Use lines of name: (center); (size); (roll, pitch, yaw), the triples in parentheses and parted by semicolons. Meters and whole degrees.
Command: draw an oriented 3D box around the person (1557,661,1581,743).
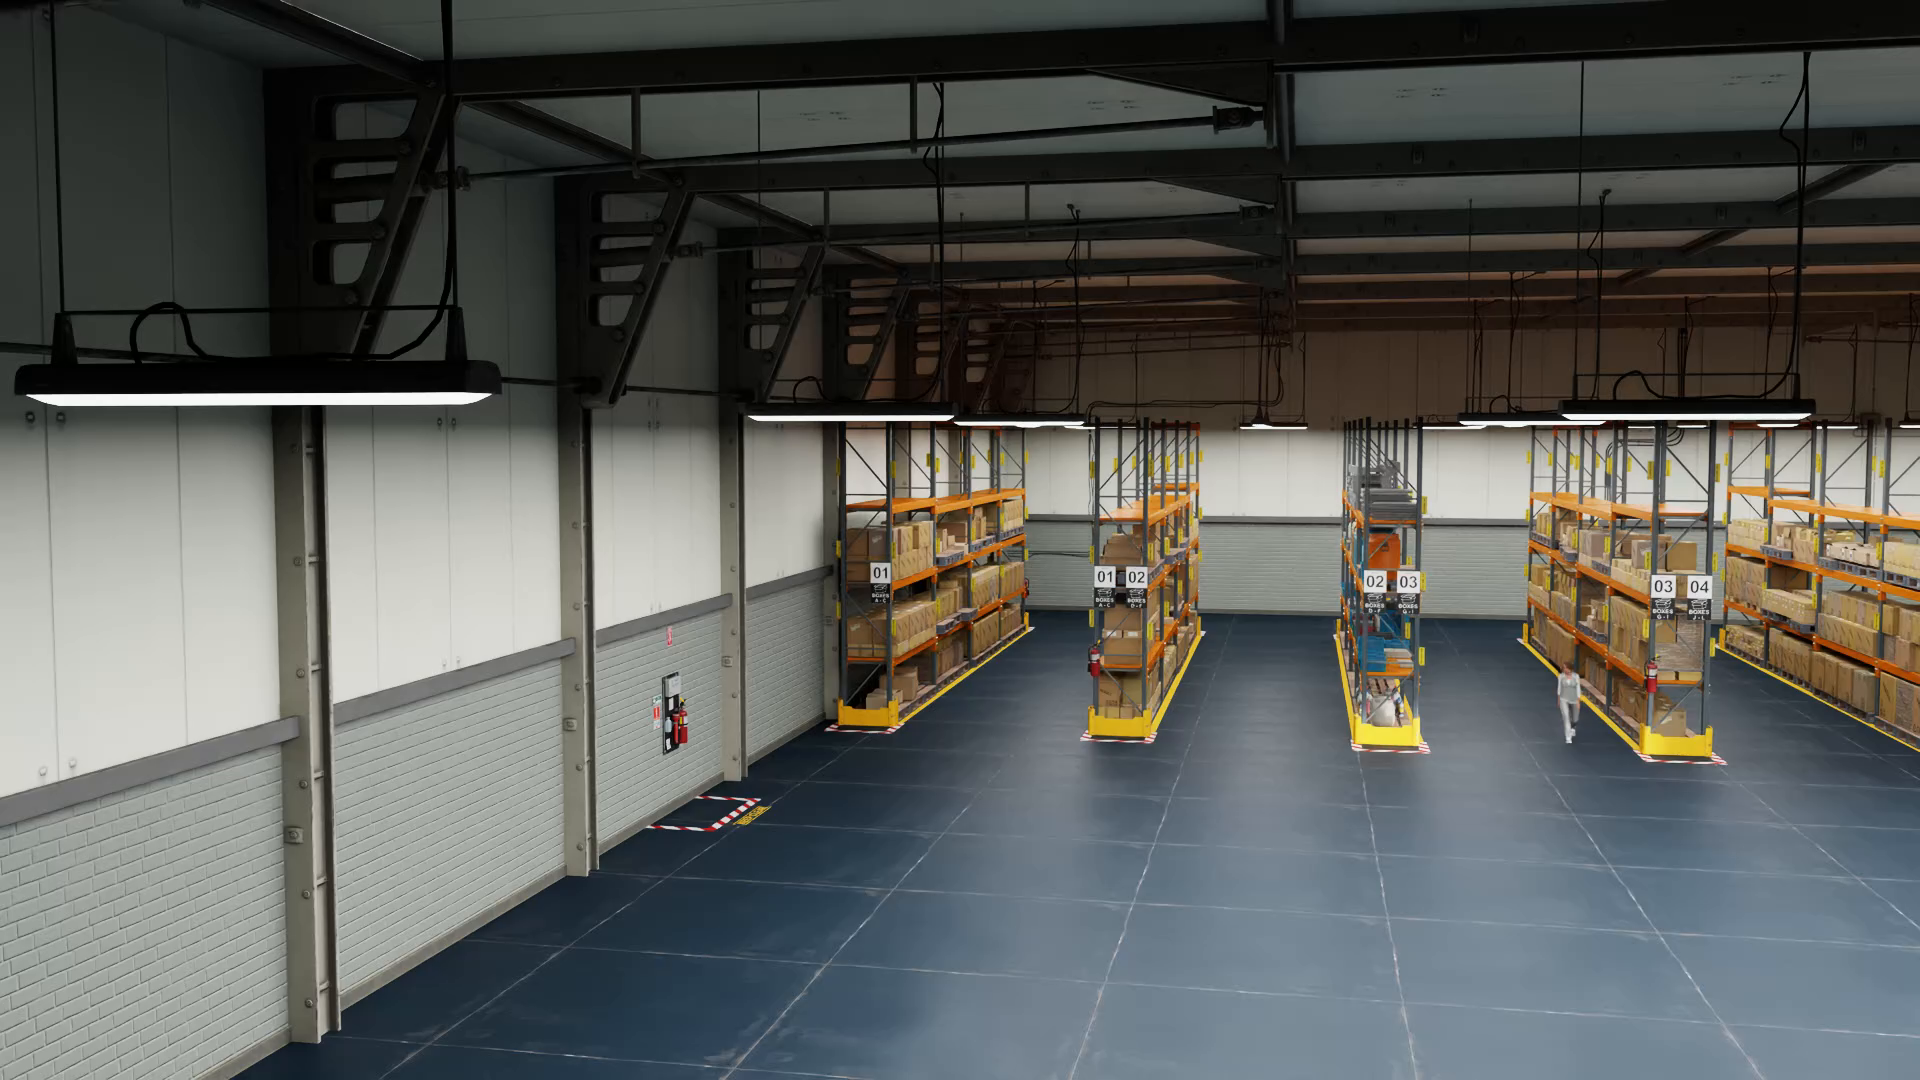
person: (11.292, 2.972, 30.823); (0.407, 1.477, 0.904); (1, 4, 19)
